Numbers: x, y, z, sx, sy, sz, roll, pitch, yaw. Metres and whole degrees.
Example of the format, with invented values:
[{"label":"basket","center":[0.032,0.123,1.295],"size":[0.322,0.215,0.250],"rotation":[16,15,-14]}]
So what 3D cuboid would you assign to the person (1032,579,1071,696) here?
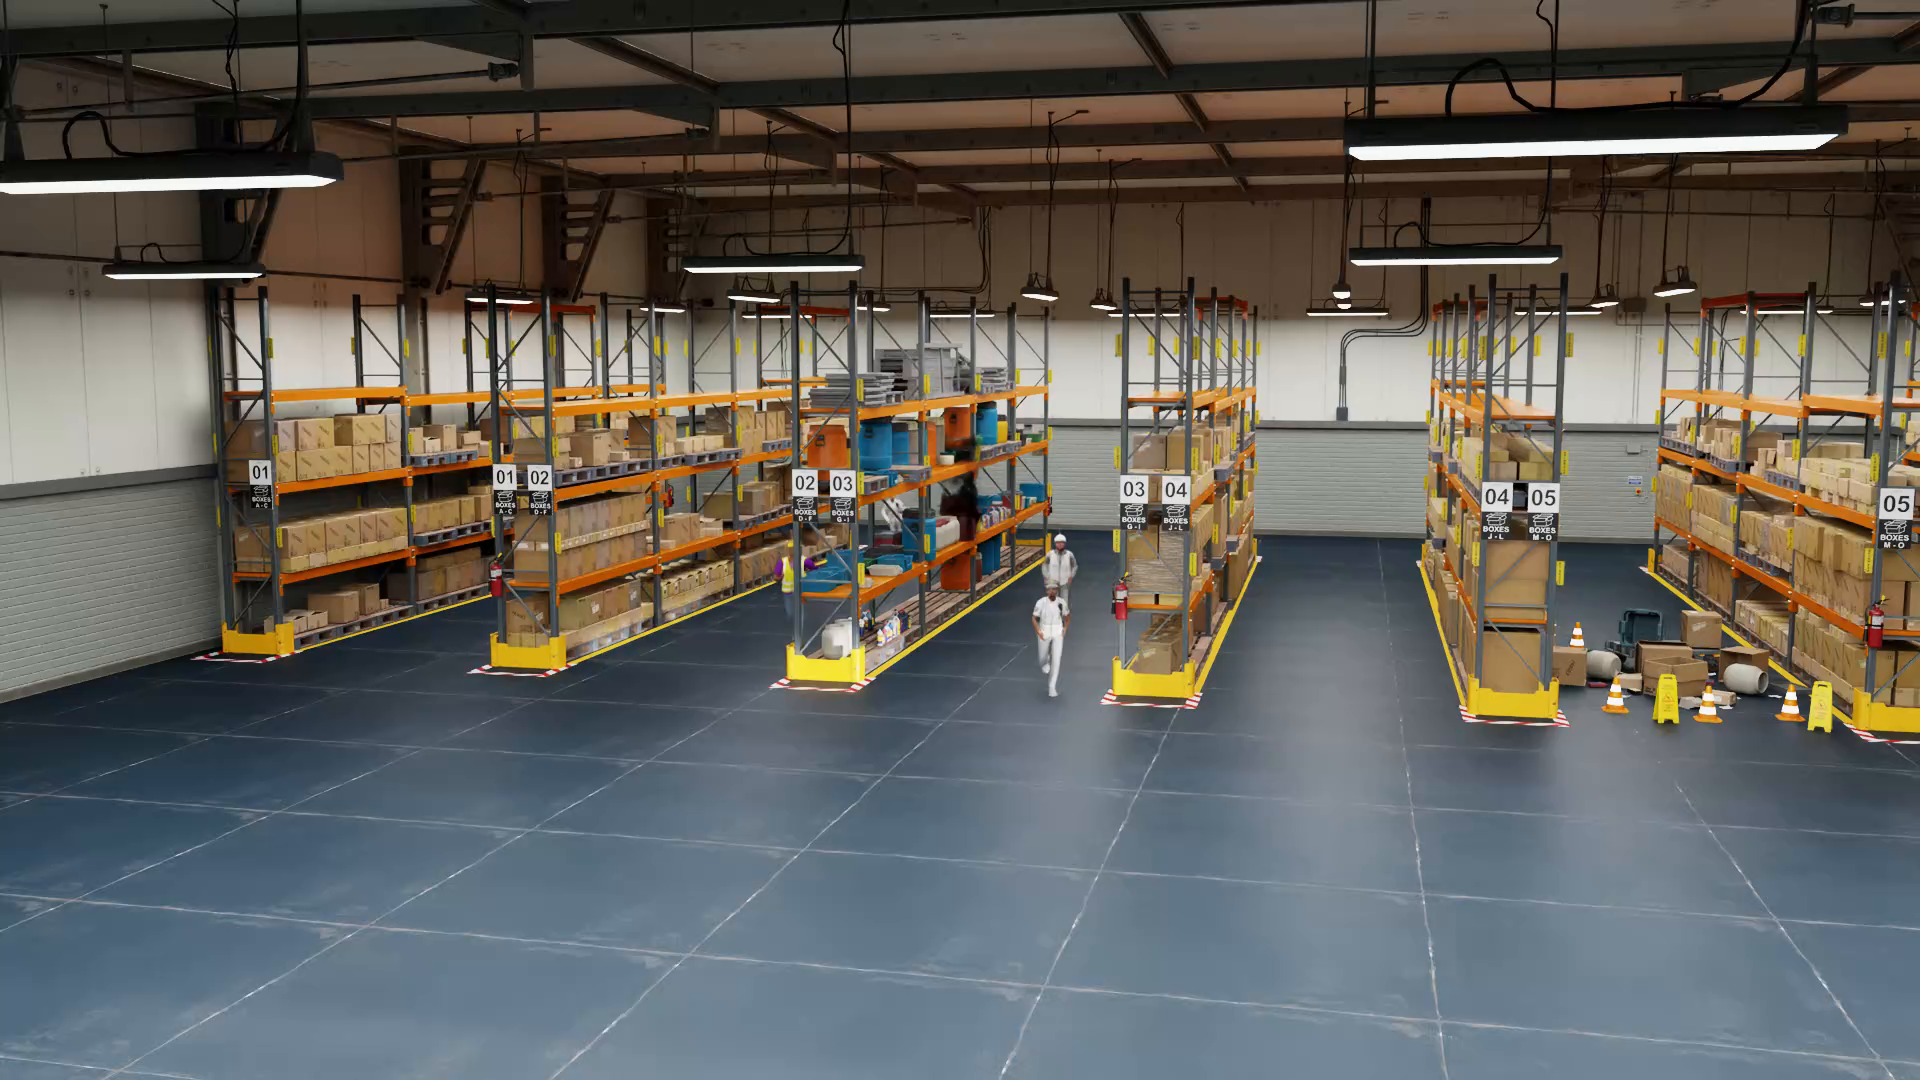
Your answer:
[{"label":"person","center":[1.342,1.403,24.417],"size":[0.568,1.683,0.870],"rotation":[0,7,4]}]

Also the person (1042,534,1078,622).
[{"label":"person","center":[1.781,0.747,29.715],"size":[0.648,1.724,0.616],"rotation":[0,7,3]}]

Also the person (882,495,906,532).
[{"label":"person","center":[-1.588,-0.433,40.306],"size":[0.640,1.641,0.585],"rotation":[0,7,2]}]

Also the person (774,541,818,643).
[{"label":"person","center":[-2.782,0.885,27.900],"size":[0.694,1.760,0.983],"rotation":[1,7,11]}]
